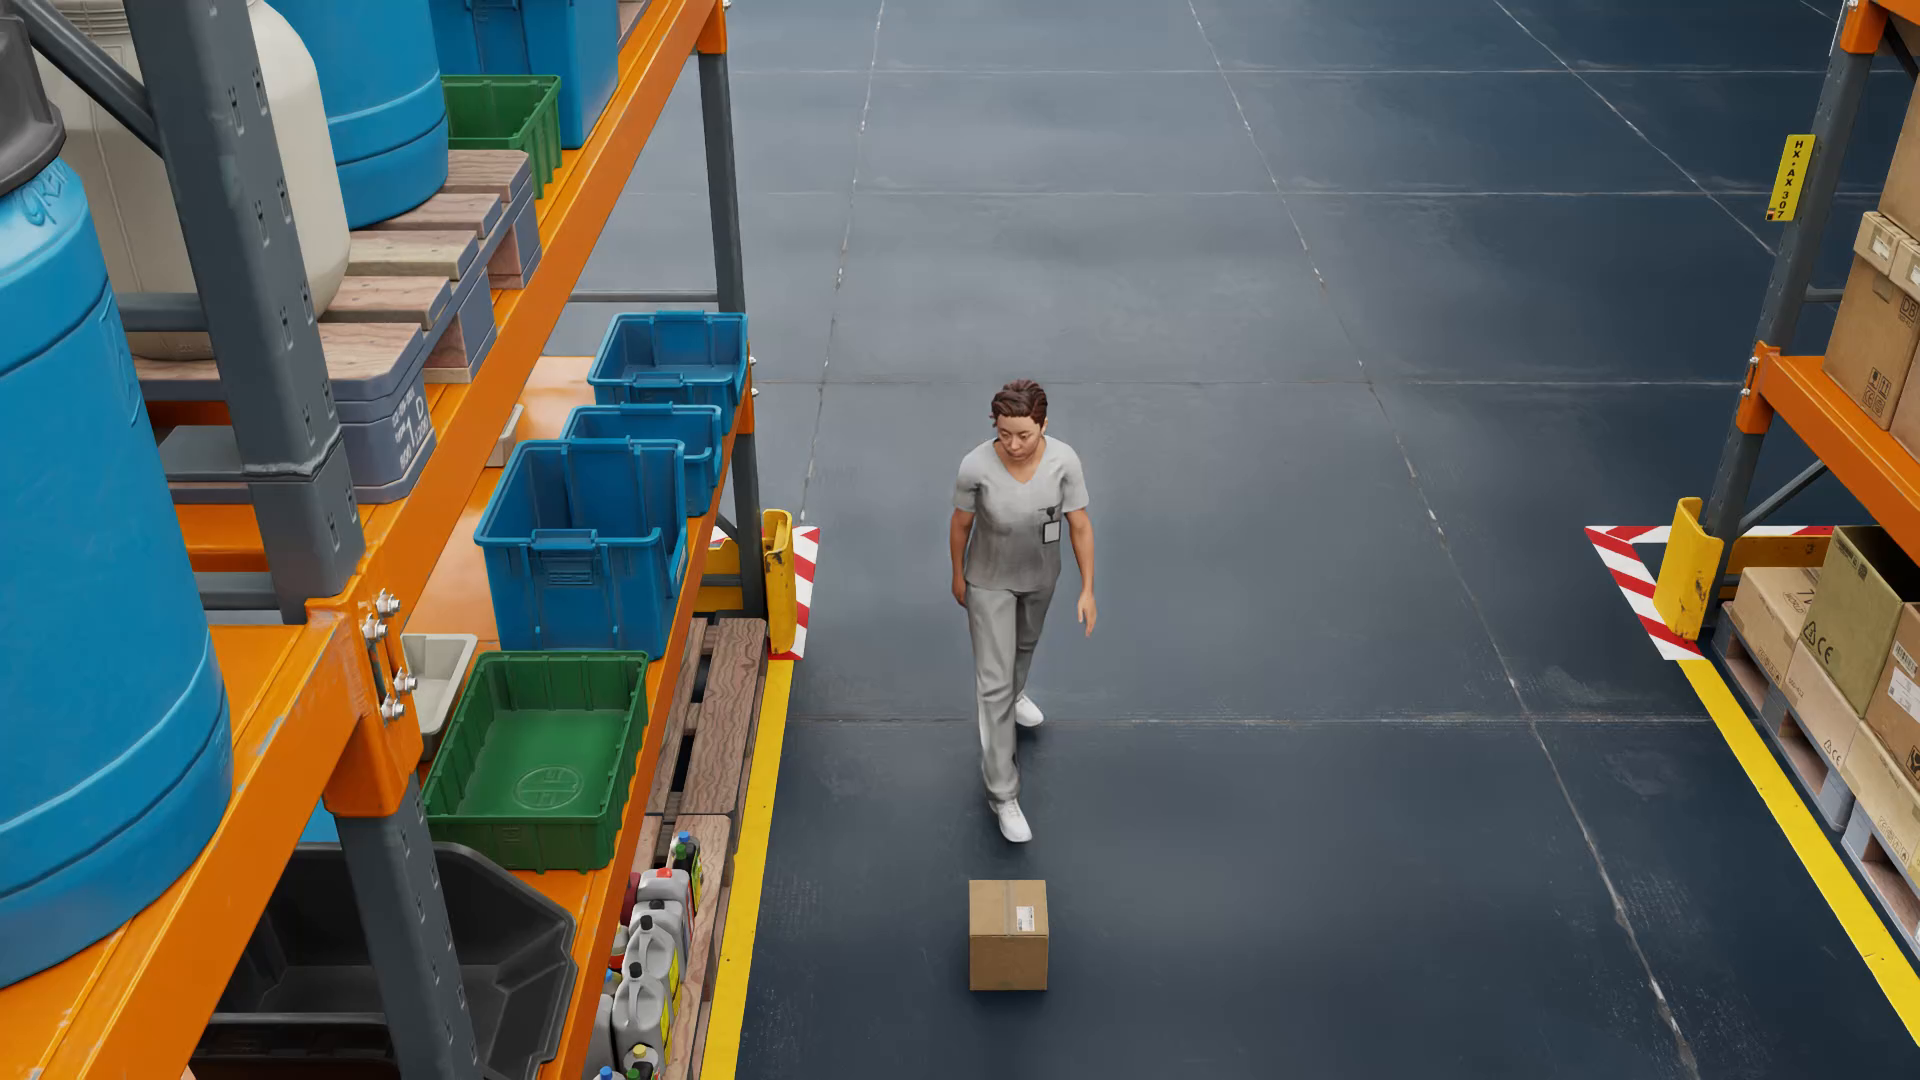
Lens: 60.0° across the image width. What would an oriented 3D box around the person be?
[{"bbox_3d":[0.224,0.160,5.871,0.455,1.622,0.925,-11,33,-17],"label":"person"}]
